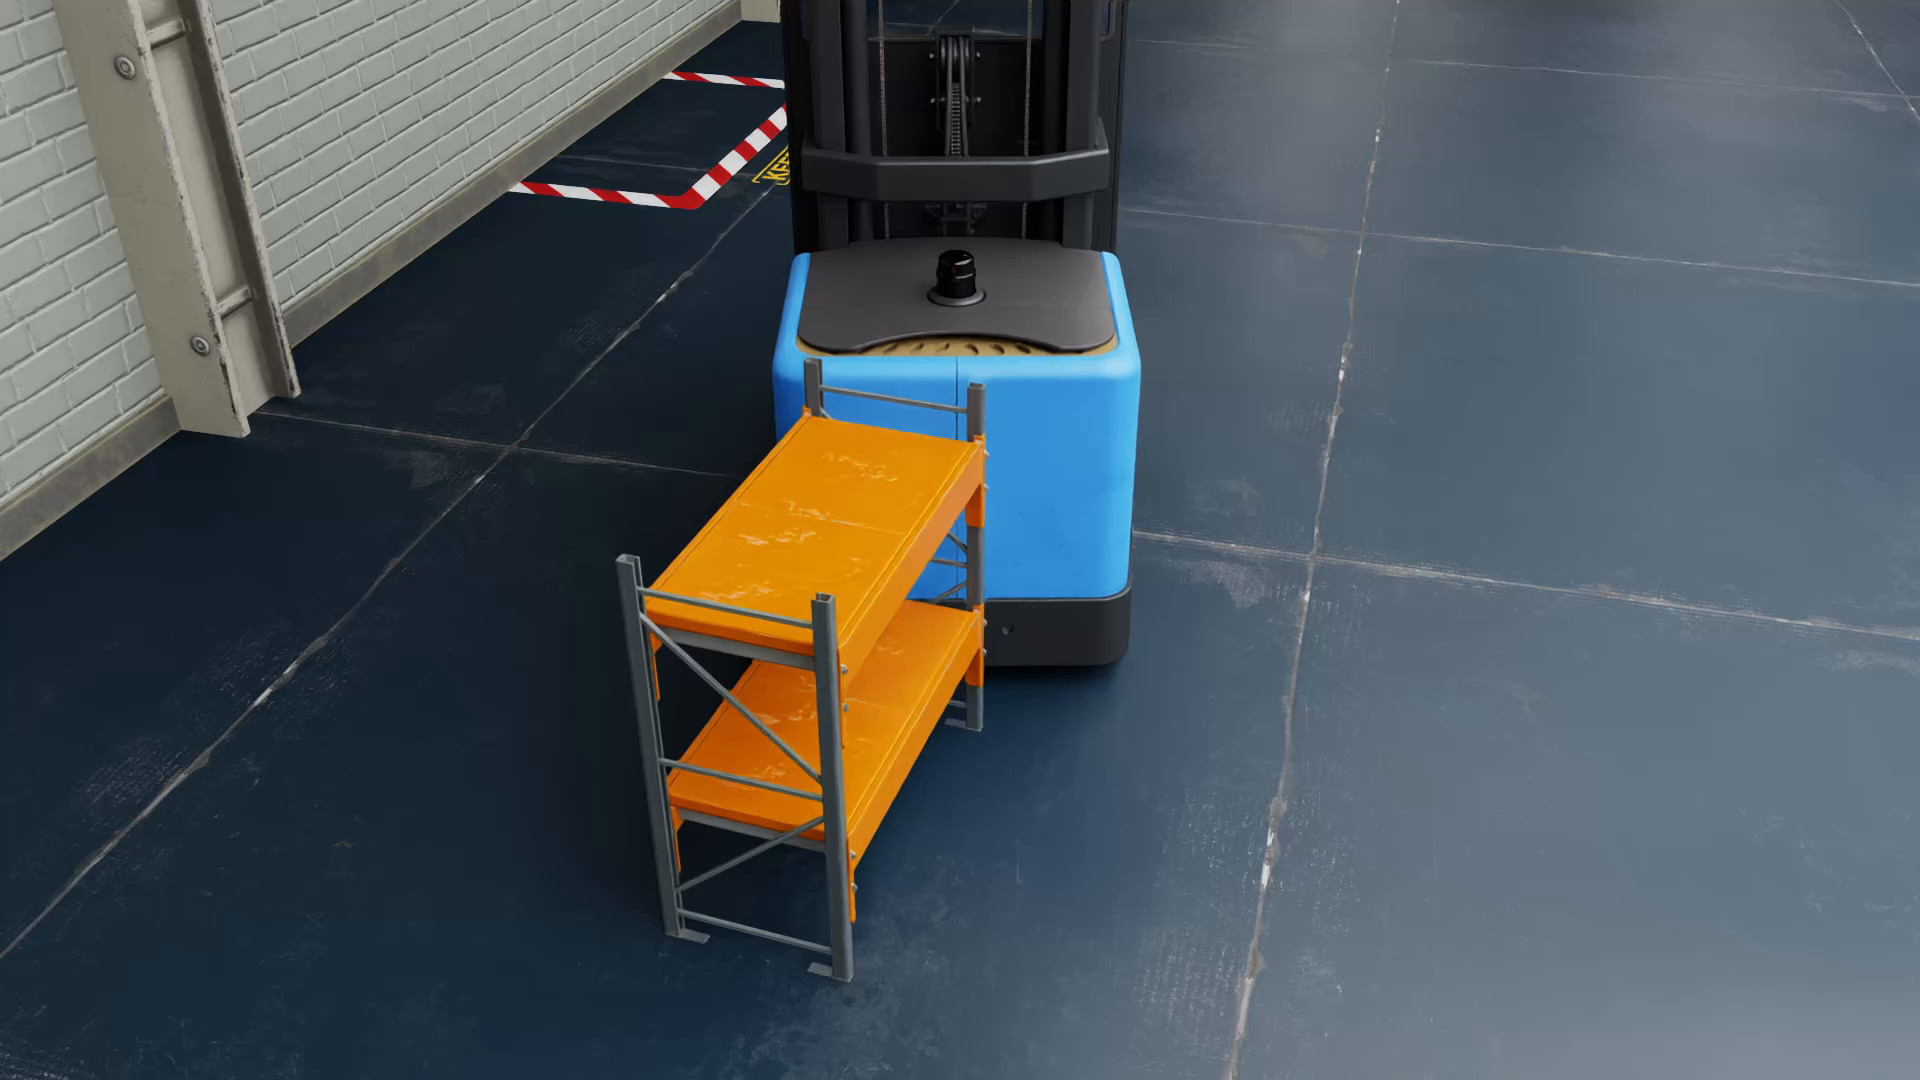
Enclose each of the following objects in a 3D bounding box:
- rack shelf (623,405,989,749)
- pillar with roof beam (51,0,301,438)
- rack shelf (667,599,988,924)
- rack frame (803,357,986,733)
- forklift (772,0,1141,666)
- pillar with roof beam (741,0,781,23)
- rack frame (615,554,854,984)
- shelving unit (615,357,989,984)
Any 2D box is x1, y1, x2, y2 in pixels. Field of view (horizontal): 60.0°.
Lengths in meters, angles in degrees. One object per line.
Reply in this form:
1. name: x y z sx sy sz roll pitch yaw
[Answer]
1. rack shelf: -0.338 0.050 4.078 0.538 0.278 1.000 10 34 16
2. pillar with roof beam: 1.320 -3.726 3.223 9.100 9.000 0.400 8 33 12
3. rack shelf: -0.338 0.503 4.366 0.538 0.278 1.000 10 34 16
4. rack frame: -0.173 0.039 4.641 0.500 1.125 0.032 10 34 16
5. forklift: -0.019 -1.608 5.547 1.130 2.935 3.031 0 32 0
6. pillar with roof beam: 2.842 -6.839 8.120 9.100 9.000 0.400 8 33 12
7. rack frame: -0.502 0.555 3.829 0.500 1.125 0.032 10 34 16
8. shelving unit: -0.338 0.297 4.235 0.538 1.125 1.048 10 34 16
